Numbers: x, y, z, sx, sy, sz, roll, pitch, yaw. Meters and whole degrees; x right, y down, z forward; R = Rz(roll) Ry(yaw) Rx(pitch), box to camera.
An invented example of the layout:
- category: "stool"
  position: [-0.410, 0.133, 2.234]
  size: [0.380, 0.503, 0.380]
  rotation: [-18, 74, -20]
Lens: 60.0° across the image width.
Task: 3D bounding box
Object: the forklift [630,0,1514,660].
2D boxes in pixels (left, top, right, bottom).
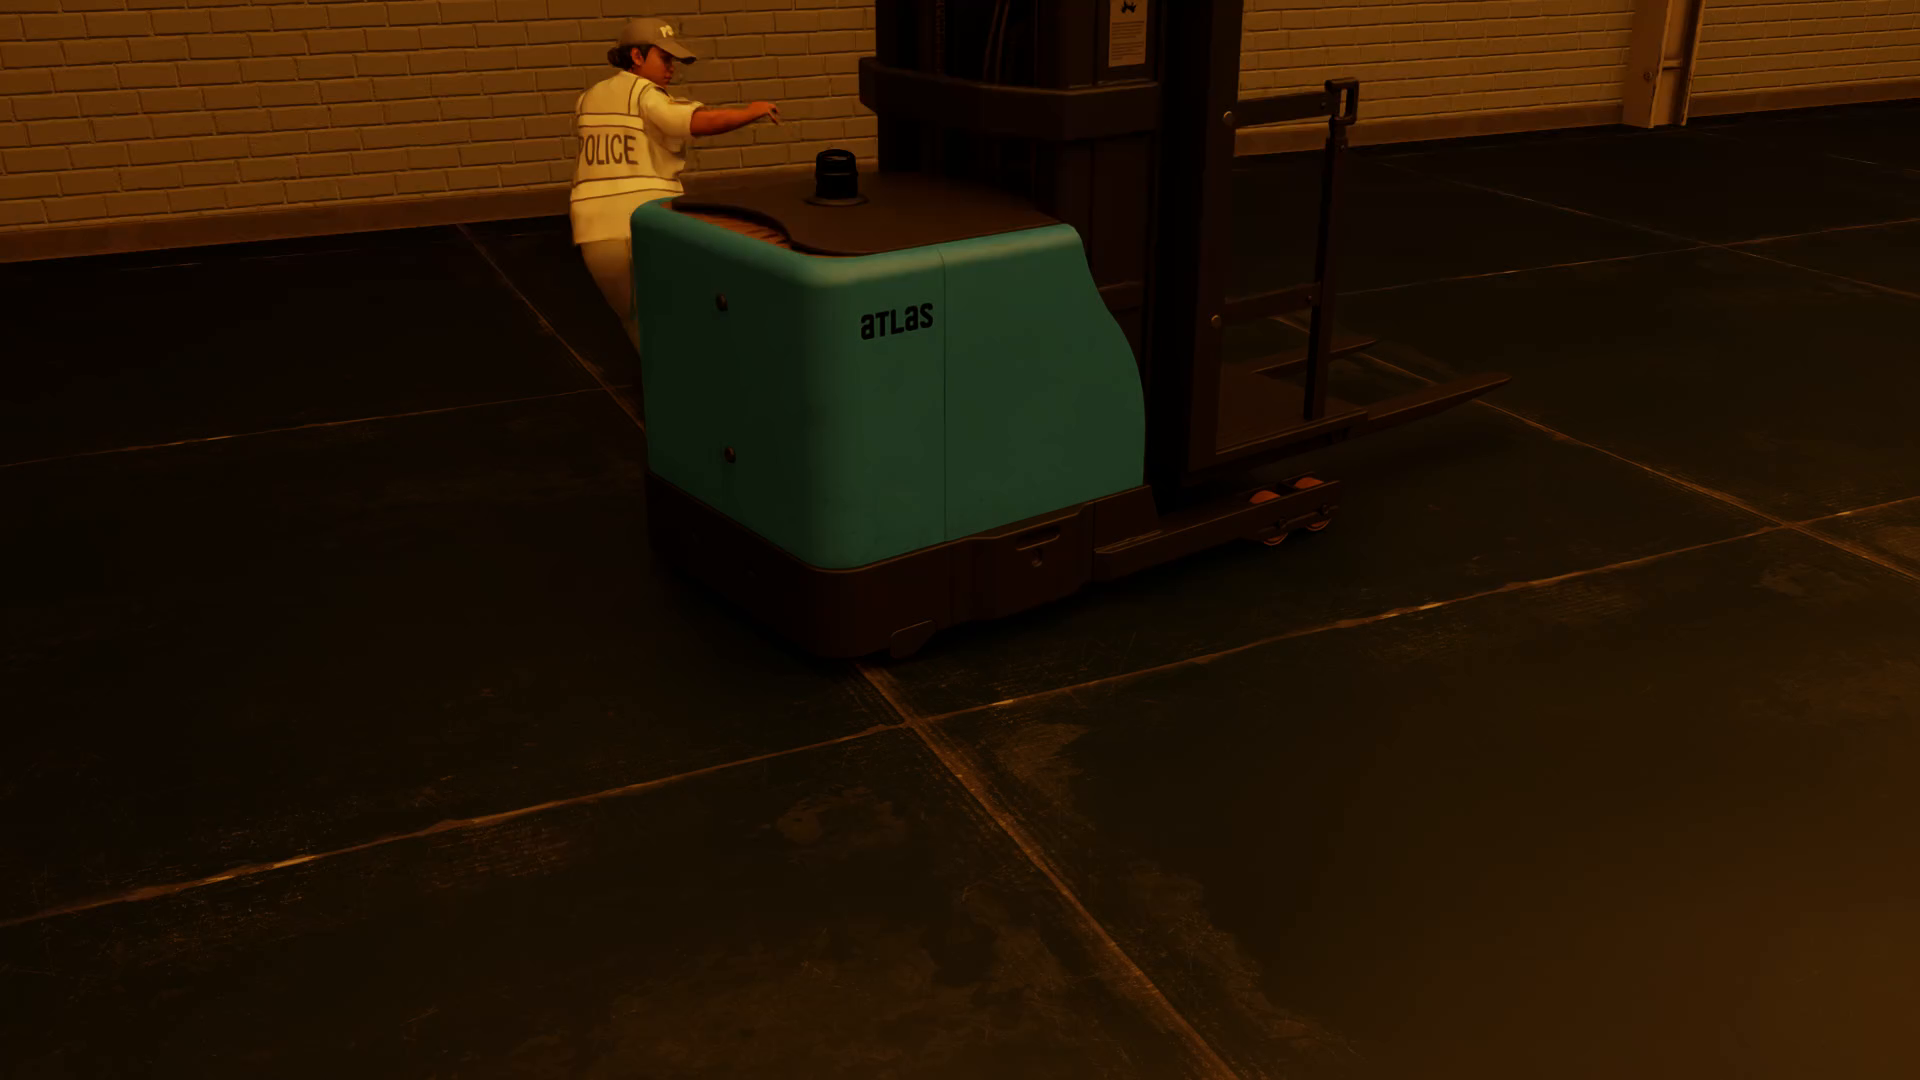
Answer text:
- category: "forklift"
  position: [0.567, -1.481, 4.851]
  size: [3.031, 2.935, 1.130]
  rotation: [-16, 28, -34]

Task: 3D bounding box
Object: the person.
- category: "person"
  position: [-1.044, -1.239, 6.290]
  size: [0.774, 1.417, 1.063]
  rotation: [2, 23, 5]
